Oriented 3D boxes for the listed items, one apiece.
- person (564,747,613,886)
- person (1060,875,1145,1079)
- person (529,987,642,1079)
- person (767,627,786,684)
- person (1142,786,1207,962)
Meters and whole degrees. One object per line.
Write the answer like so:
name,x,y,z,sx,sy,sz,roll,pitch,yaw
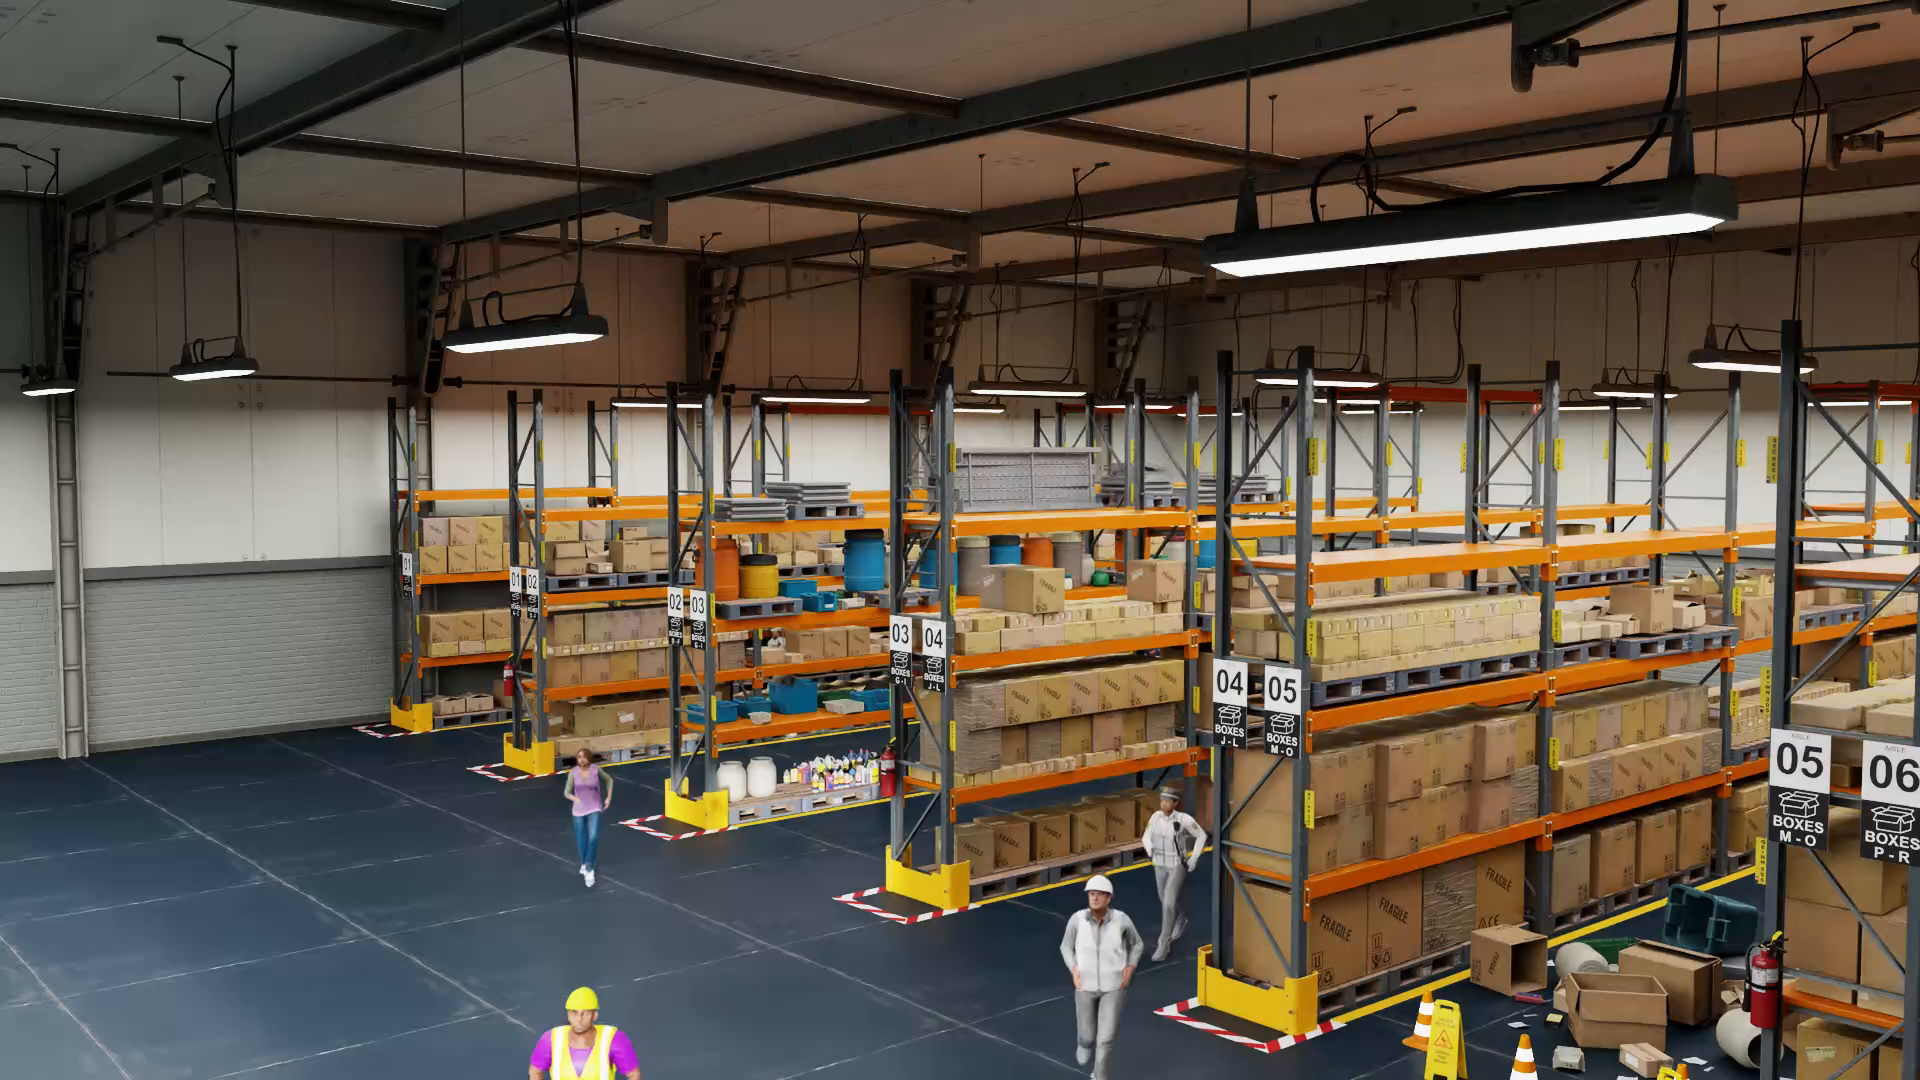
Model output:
person,-4.381,3.252,19.583,0.546,1.586,0.690,0,3,-6
person,1.132,3.529,13.250,0.668,1.764,0.758,1,3,9
person,-2.372,3.685,10.506,0.712,1.728,0.540,-1,3,-9
person,-3.482,2.492,31.818,0.583,1.725,0.746,3,5,44
person,2.150,3.336,16.874,0.632,1.709,0.827,2,4,36
